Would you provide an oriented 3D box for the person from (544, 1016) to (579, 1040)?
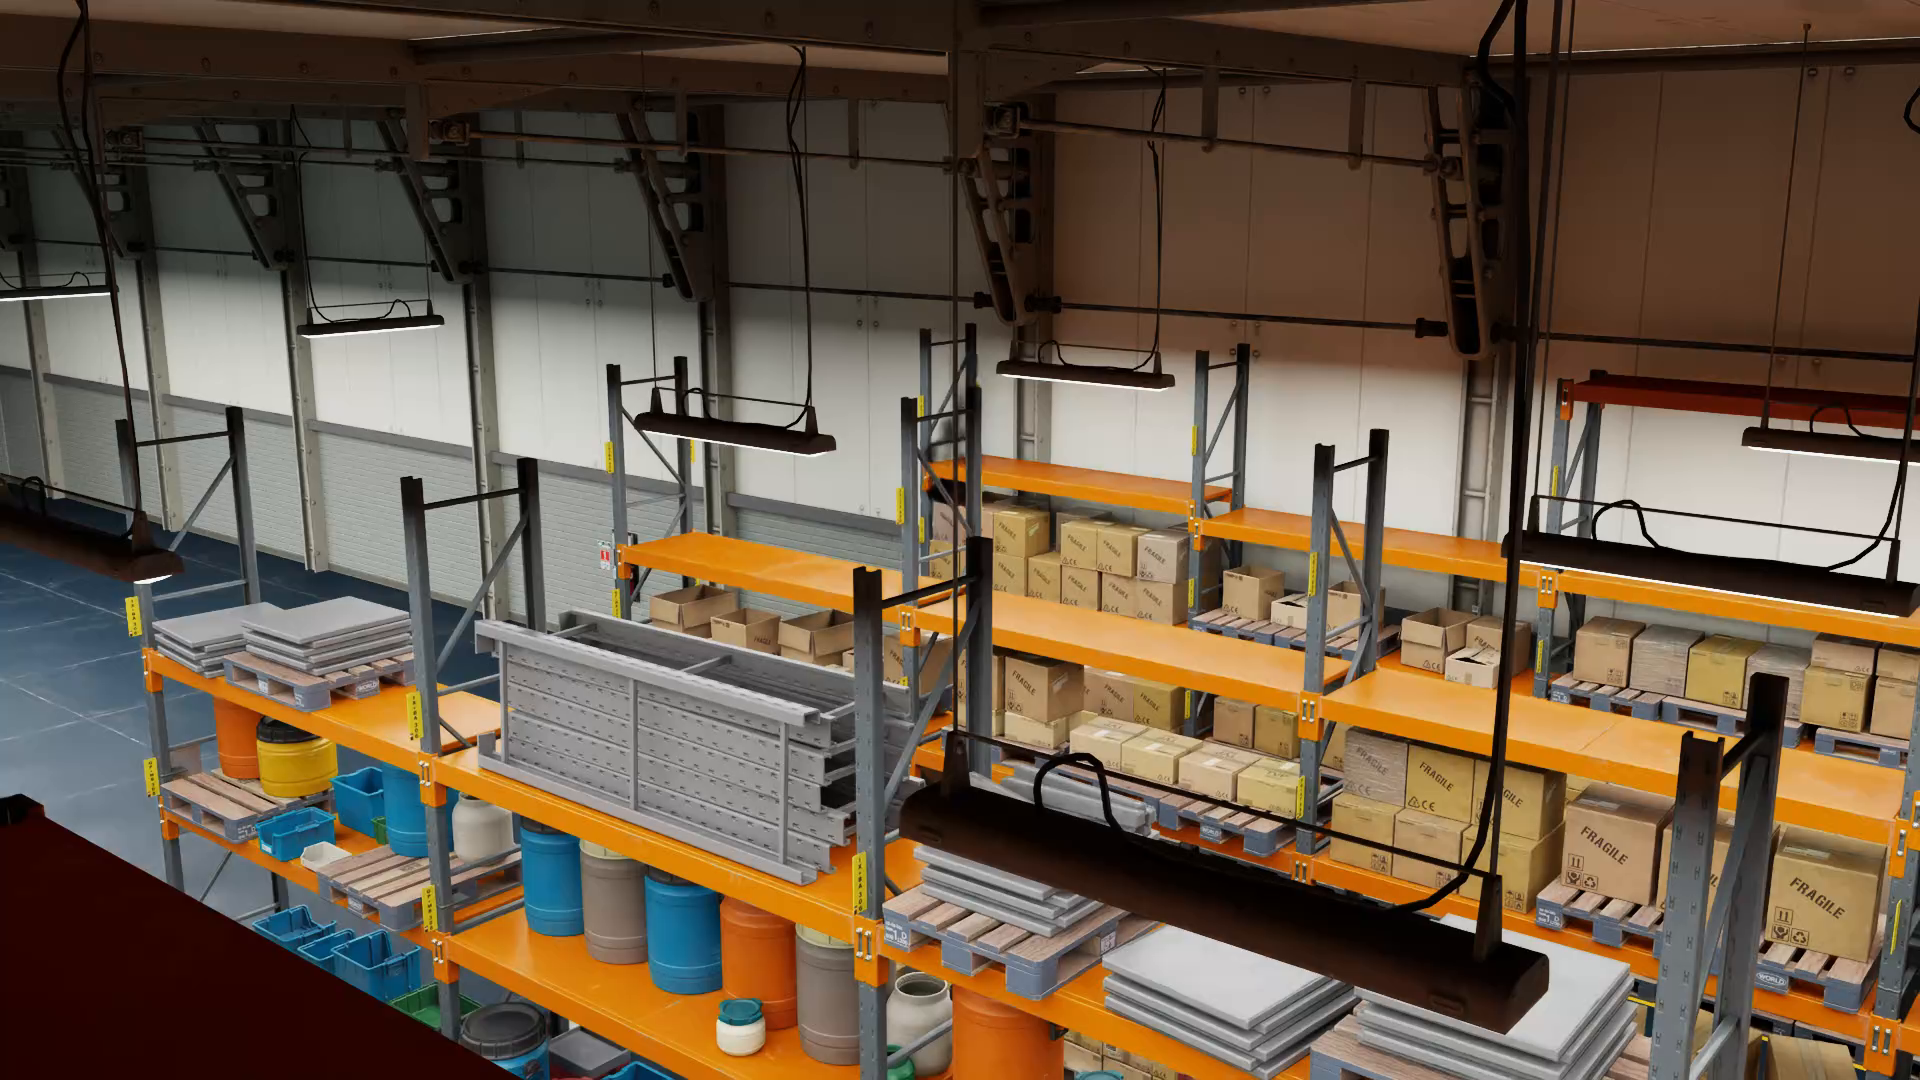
[{"bbox_3d":[-3.242,4.136,14.064,0.824,1.765,0.709,9,15,33],"label":"person"}]
